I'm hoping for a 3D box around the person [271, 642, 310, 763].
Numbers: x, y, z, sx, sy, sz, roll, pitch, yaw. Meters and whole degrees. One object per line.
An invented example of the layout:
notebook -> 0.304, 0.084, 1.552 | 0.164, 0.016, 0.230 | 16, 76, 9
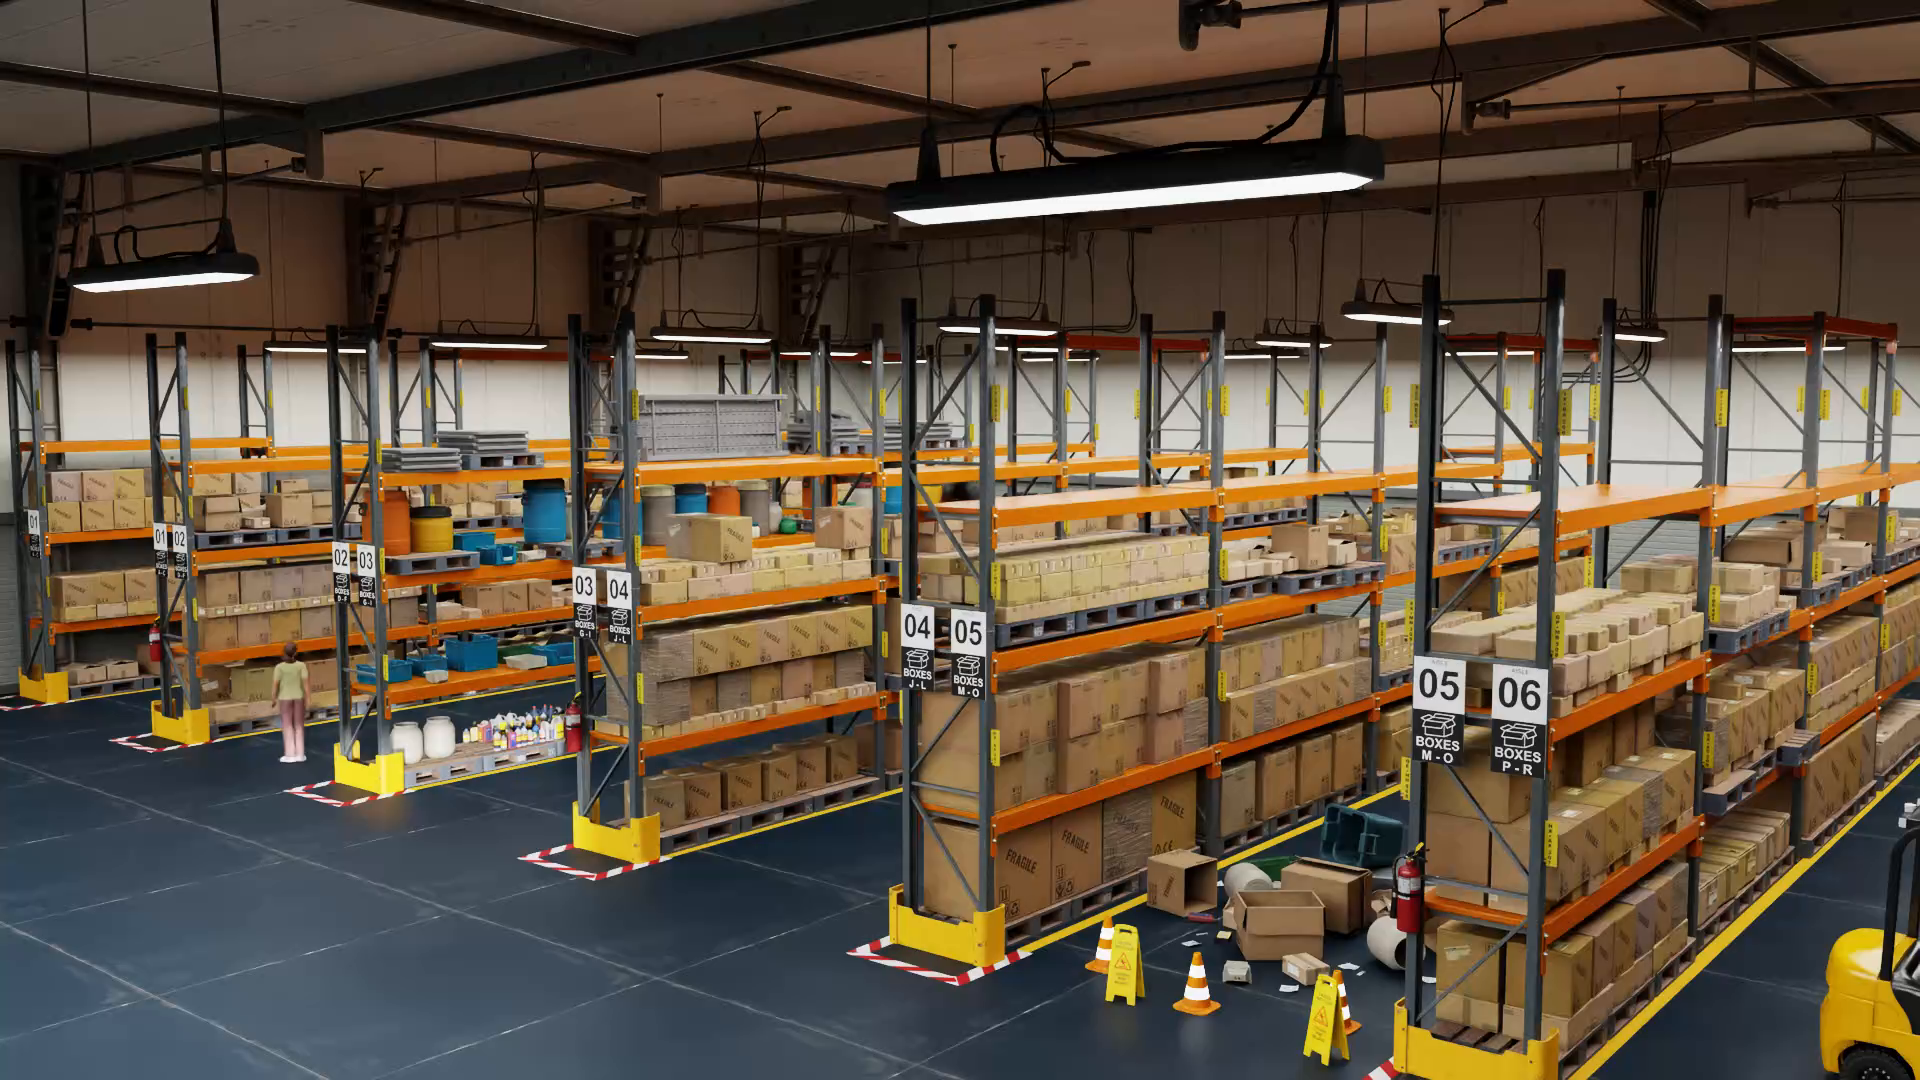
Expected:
person -> -9.300, 2.263, 23.094 | 0.495, 1.695, 0.352 | -3, 6, -33
